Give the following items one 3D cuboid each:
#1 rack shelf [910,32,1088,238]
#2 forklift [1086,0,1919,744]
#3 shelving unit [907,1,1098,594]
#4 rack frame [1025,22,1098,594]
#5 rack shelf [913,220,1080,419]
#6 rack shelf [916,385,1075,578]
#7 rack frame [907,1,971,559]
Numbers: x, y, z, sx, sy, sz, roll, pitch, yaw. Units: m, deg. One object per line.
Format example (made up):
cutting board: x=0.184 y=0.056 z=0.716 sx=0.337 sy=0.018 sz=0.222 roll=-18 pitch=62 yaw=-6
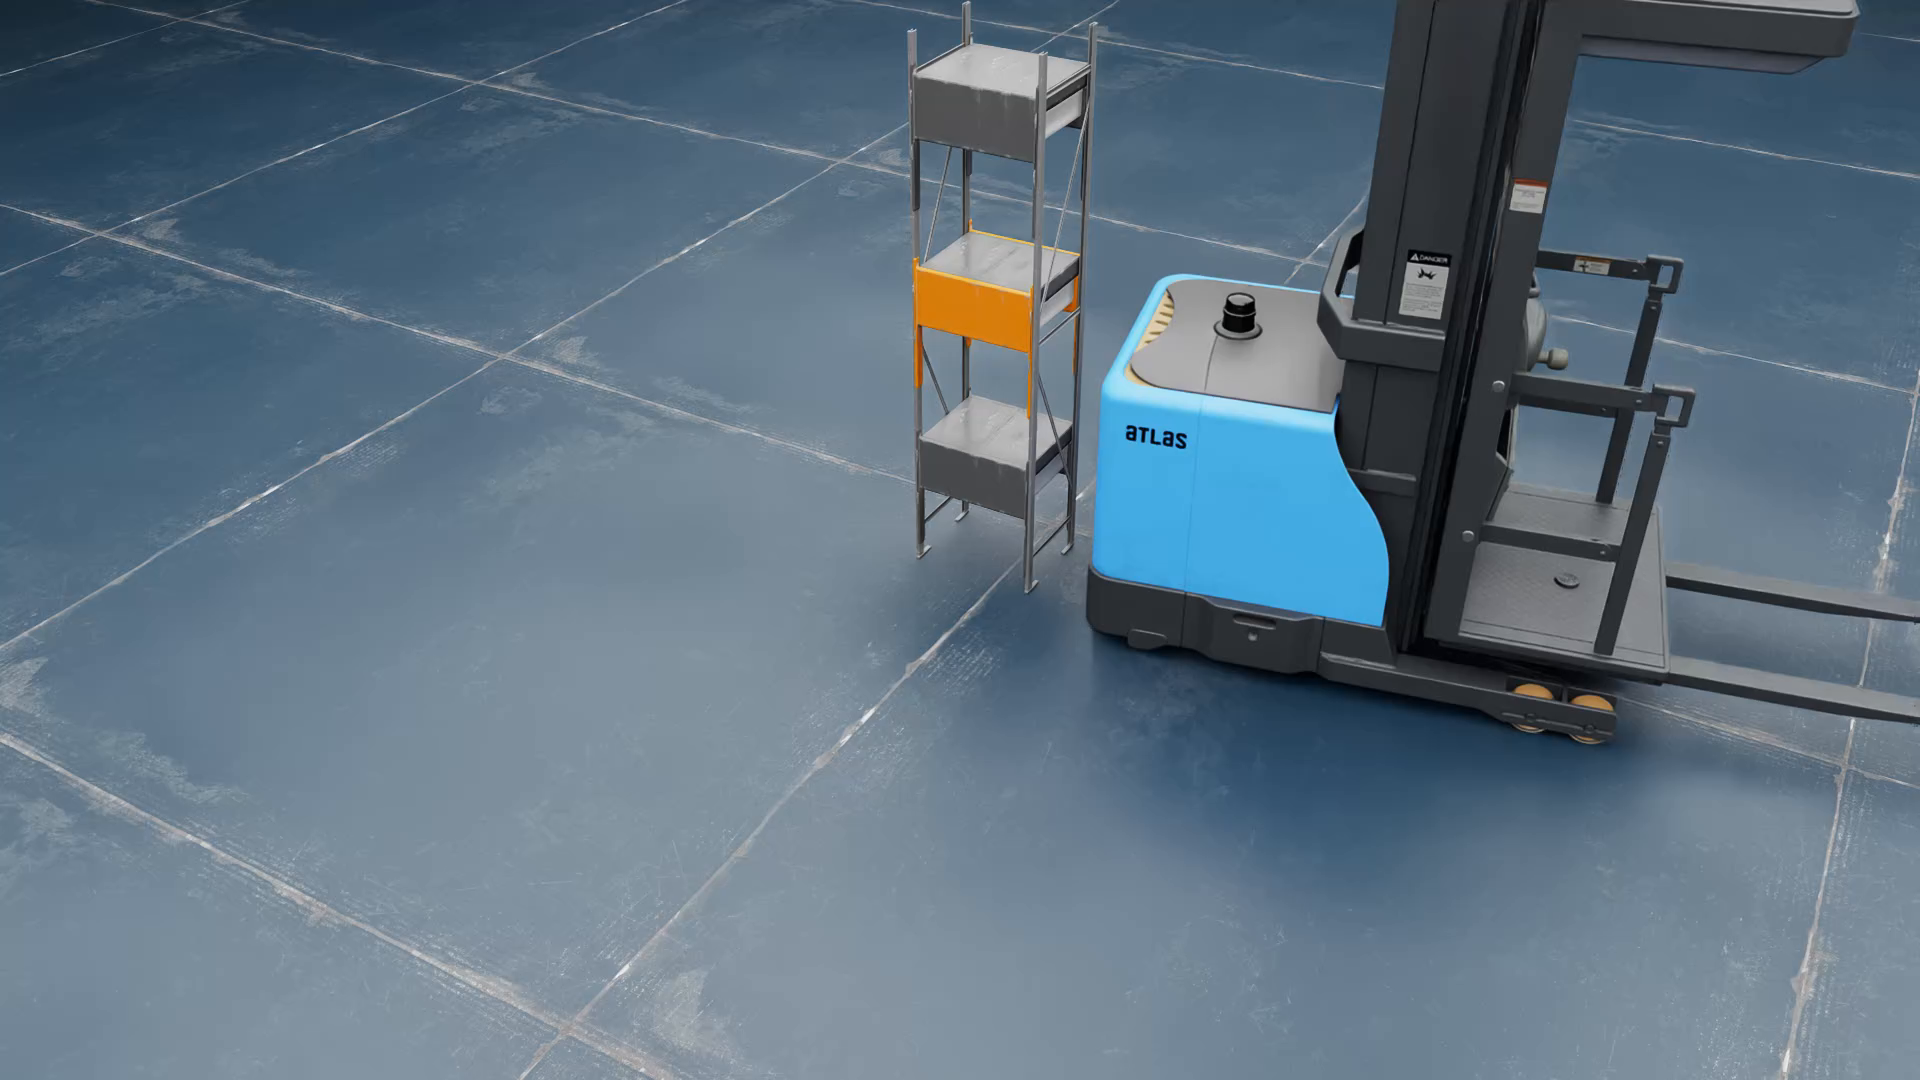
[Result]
rack shelf: x=0.144 y=-1.400 z=5.719 sx=0.480 sy=0.518 sz=0.431 roll=18 pitch=37 yaw=24
forklift: x=2.042 y=-0.853 z=5.386 sx=3.031 sy=2.935 sz=1.130 roll=10 pitch=35 yaw=15
shelving unit: x=0.144 y=-0.828 z=6.100 sx=0.503 sy=2.100 sz=0.431 roll=18 pitch=37 yaw=24
rack frame: x=0.356 y=-0.761 z=5.999 sx=0.015 sy=2.100 sz=0.400 roll=18 pitch=37 yaw=24
rack shelf: x=0.144 y=-0.817 z=6.107 sx=0.480 sy=0.518 sz=0.431 roll=18 pitch=37 yaw=24
rack shelf: x=0.144 y=-0.234 z=6.495 sx=0.480 sy=0.518 sz=0.431 roll=18 pitch=37 yaw=24
rack frame: x=-0.068 y=-0.896 z=6.200 sx=0.015 sy=2.100 sz=0.400 roll=18 pitch=37 yaw=24
